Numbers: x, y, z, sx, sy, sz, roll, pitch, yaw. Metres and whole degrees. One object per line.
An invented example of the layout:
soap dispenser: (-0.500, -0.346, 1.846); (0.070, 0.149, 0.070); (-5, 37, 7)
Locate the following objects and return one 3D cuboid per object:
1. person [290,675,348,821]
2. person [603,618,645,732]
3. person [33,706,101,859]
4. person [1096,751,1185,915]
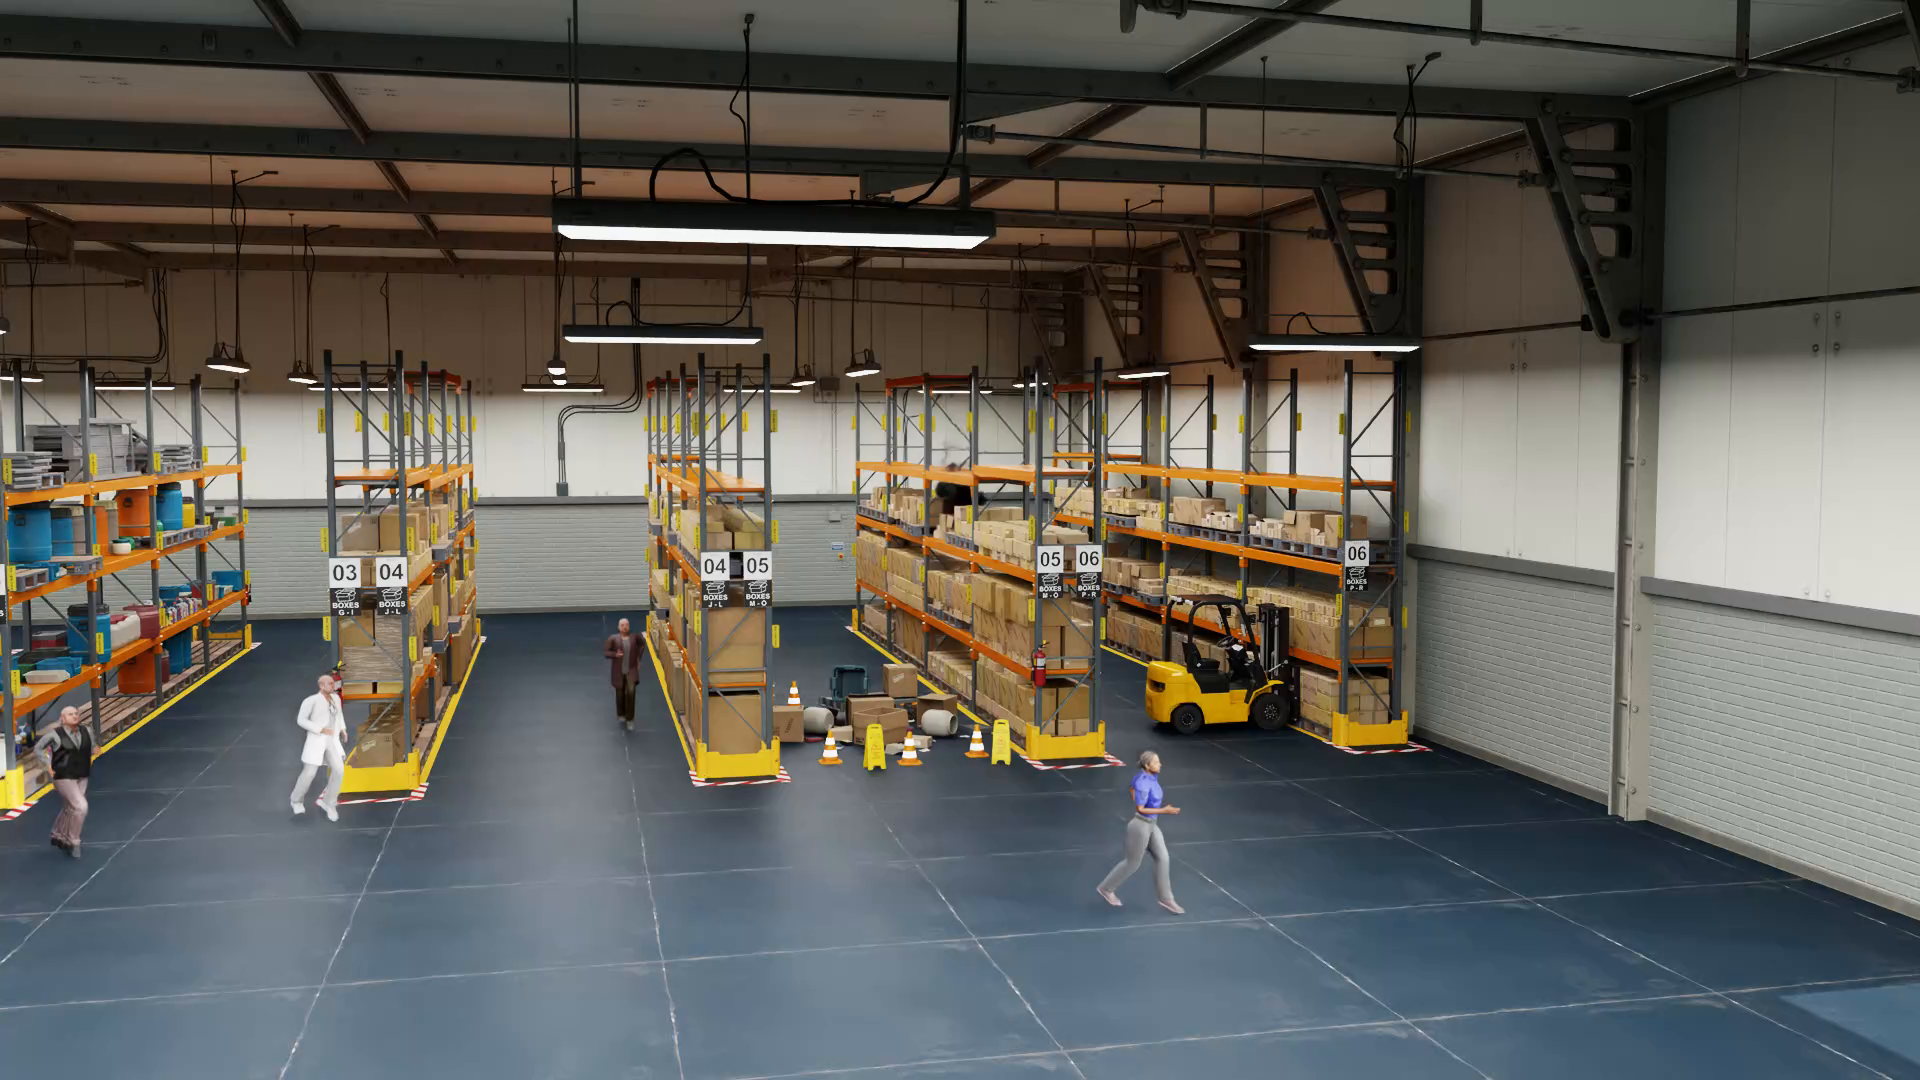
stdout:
person: (-8.147, 2.633, 21.306); (0.825, 1.809, 0.767); (3, 5, 34)
person: (-5.524, 2.203, 27.415); (0.698, 1.834, 0.818); (-1, 4, -15)
person: (-10.320, 2.815, 19.354); (0.761, 1.785, 0.625); (2, 4, 23)
person: (1.855, 2.982, 17.045); (0.899, 1.675, 0.539); (2, 4, 24)
